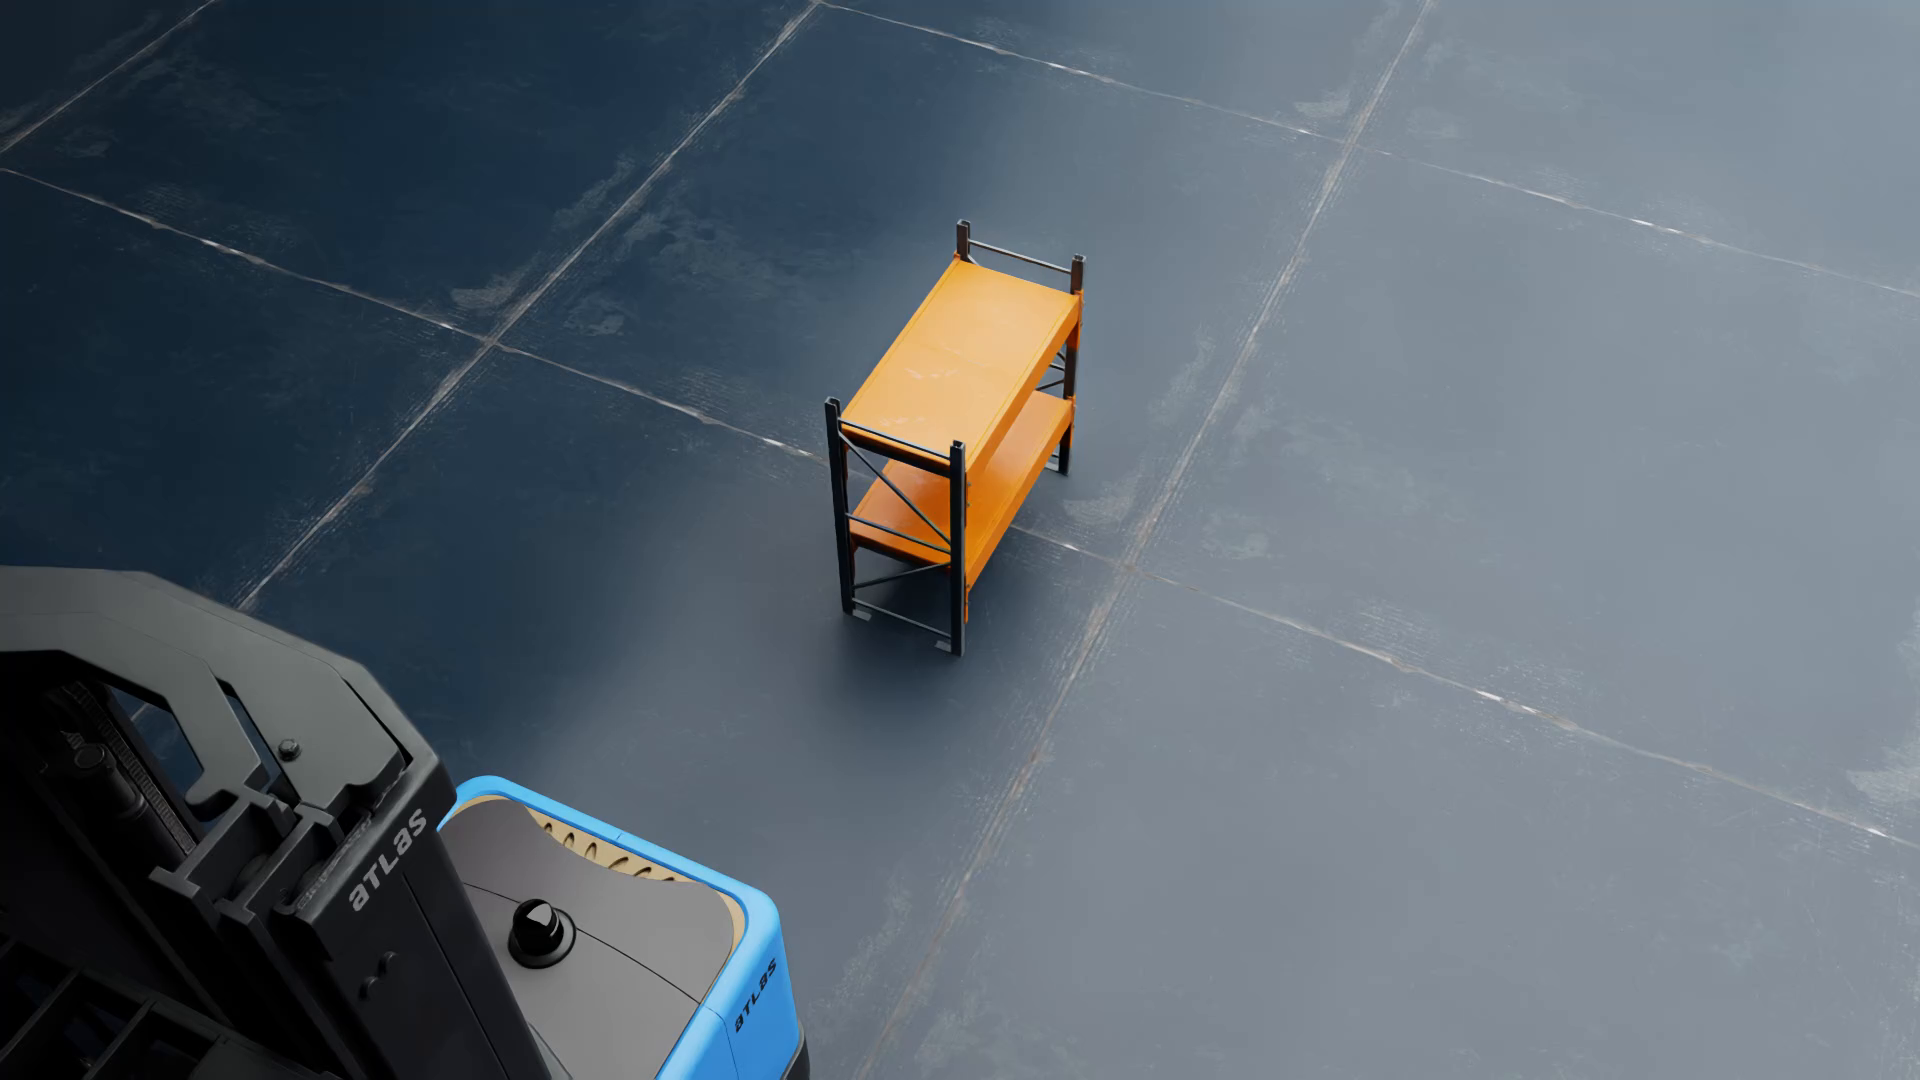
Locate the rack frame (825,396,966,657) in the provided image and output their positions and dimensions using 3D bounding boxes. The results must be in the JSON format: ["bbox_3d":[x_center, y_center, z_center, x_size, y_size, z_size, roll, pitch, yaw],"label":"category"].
[{"bbox_3d":[-0.214,-0.019,5.843,0.500,1.125,0.032,20,52,16],"label":"rack frame"}]

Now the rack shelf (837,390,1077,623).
[{"bbox_3d":[0.003,-0.211,6.327,0.538,0.278,1.000,20,52,16],"label":"rack shelf"}]

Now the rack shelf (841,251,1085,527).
[{"bbox_3d":[0.003,-0.559,5.918,0.538,0.278,1.000,20,52,16],"label":"rack shelf"}]

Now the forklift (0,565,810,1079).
[{"bbox_3d":[-1.542,1.553,3.319,1.130,2.935,3.031,20,52,16],"label":"forklift"}]

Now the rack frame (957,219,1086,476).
[{"bbox_3d":[0.220,-0.719,6.439,0.500,1.125,0.032,20,52,16],"label":"rack frame"}]

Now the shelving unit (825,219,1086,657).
[{"bbox_3d":[0.003,-0.369,6.141,0.538,1.125,1.048,20,52,16],"label":"shelving unit"}]
